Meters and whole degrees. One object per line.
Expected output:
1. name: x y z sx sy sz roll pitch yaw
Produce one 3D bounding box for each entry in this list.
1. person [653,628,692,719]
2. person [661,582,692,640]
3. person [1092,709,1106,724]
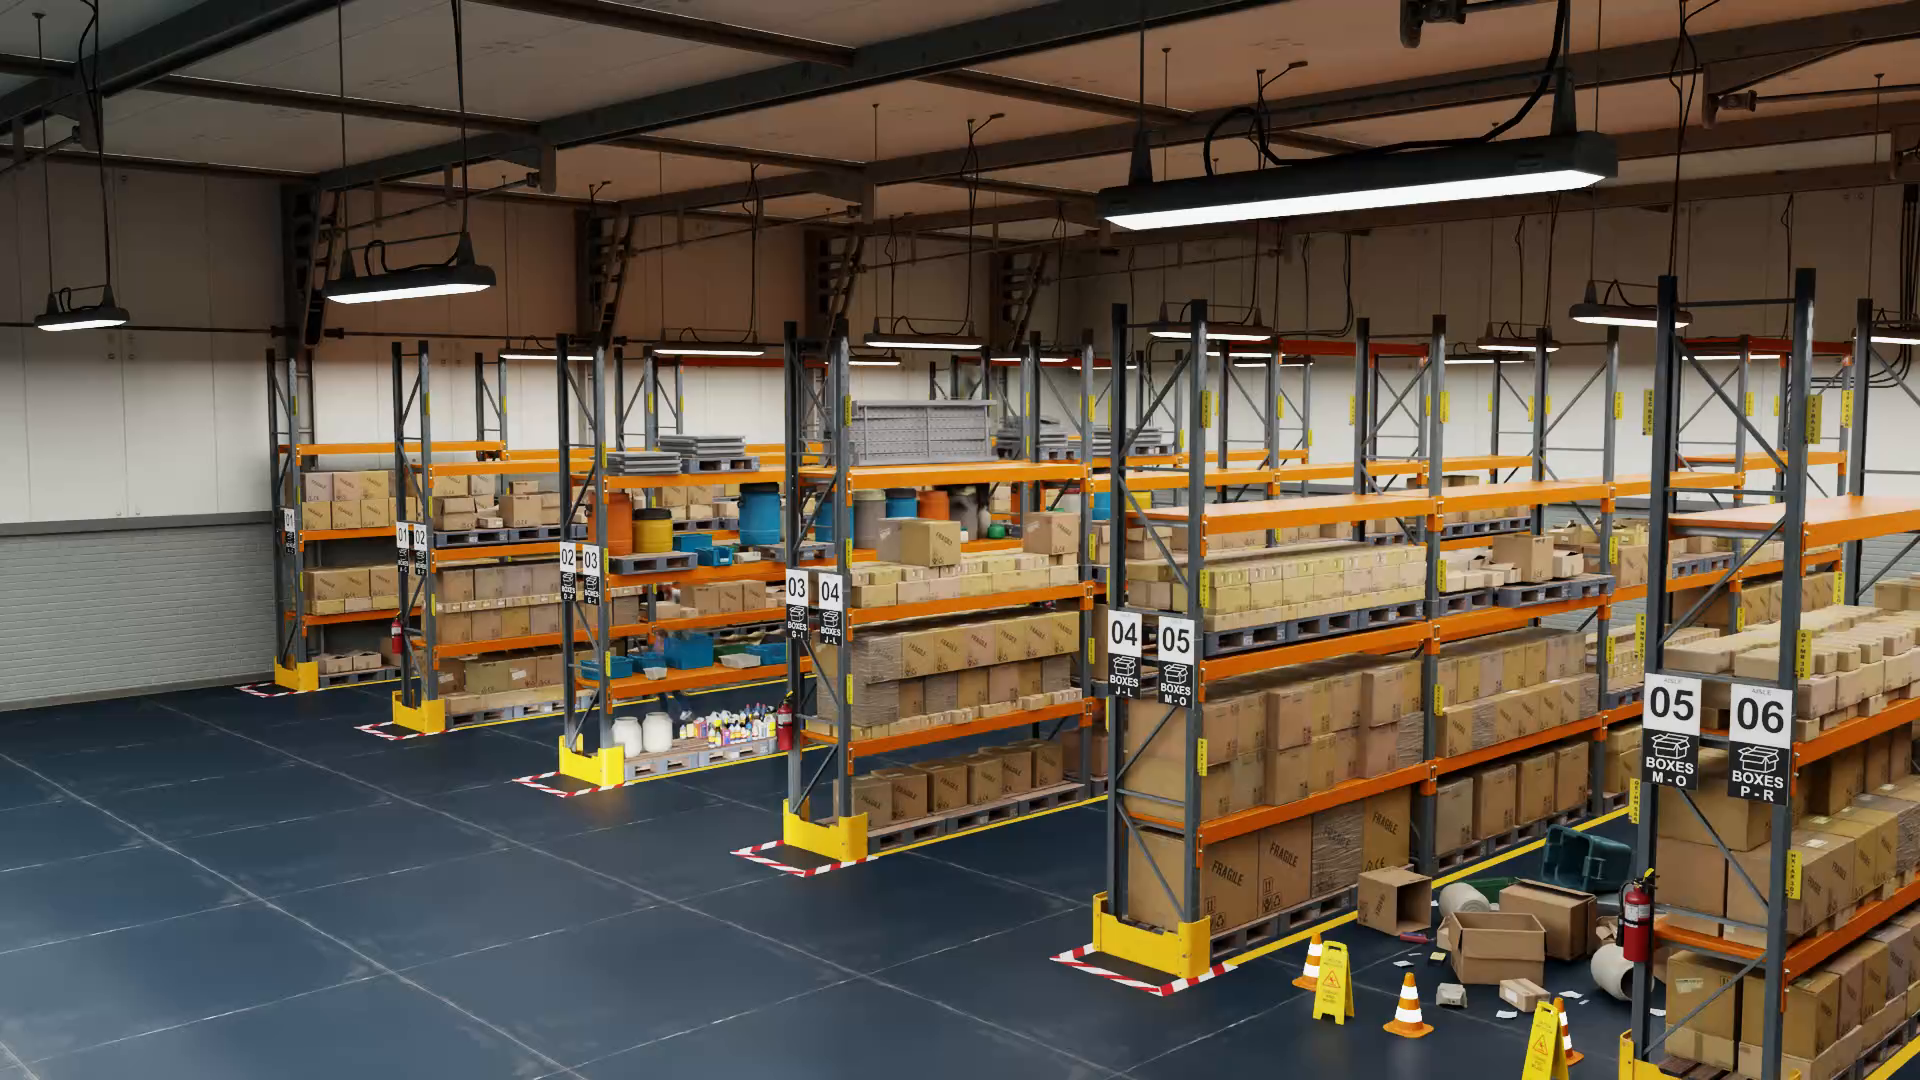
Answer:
1. person: -4.518 2.131 26.018 0.531 1.579 0.868 4 6 36
2. person: -5.419 1.559 32.231 0.696 1.731 1.053 4 6 36
3. person: 2.119 2.214 24.777 0.619 1.633 0.593 -4 6 -39
